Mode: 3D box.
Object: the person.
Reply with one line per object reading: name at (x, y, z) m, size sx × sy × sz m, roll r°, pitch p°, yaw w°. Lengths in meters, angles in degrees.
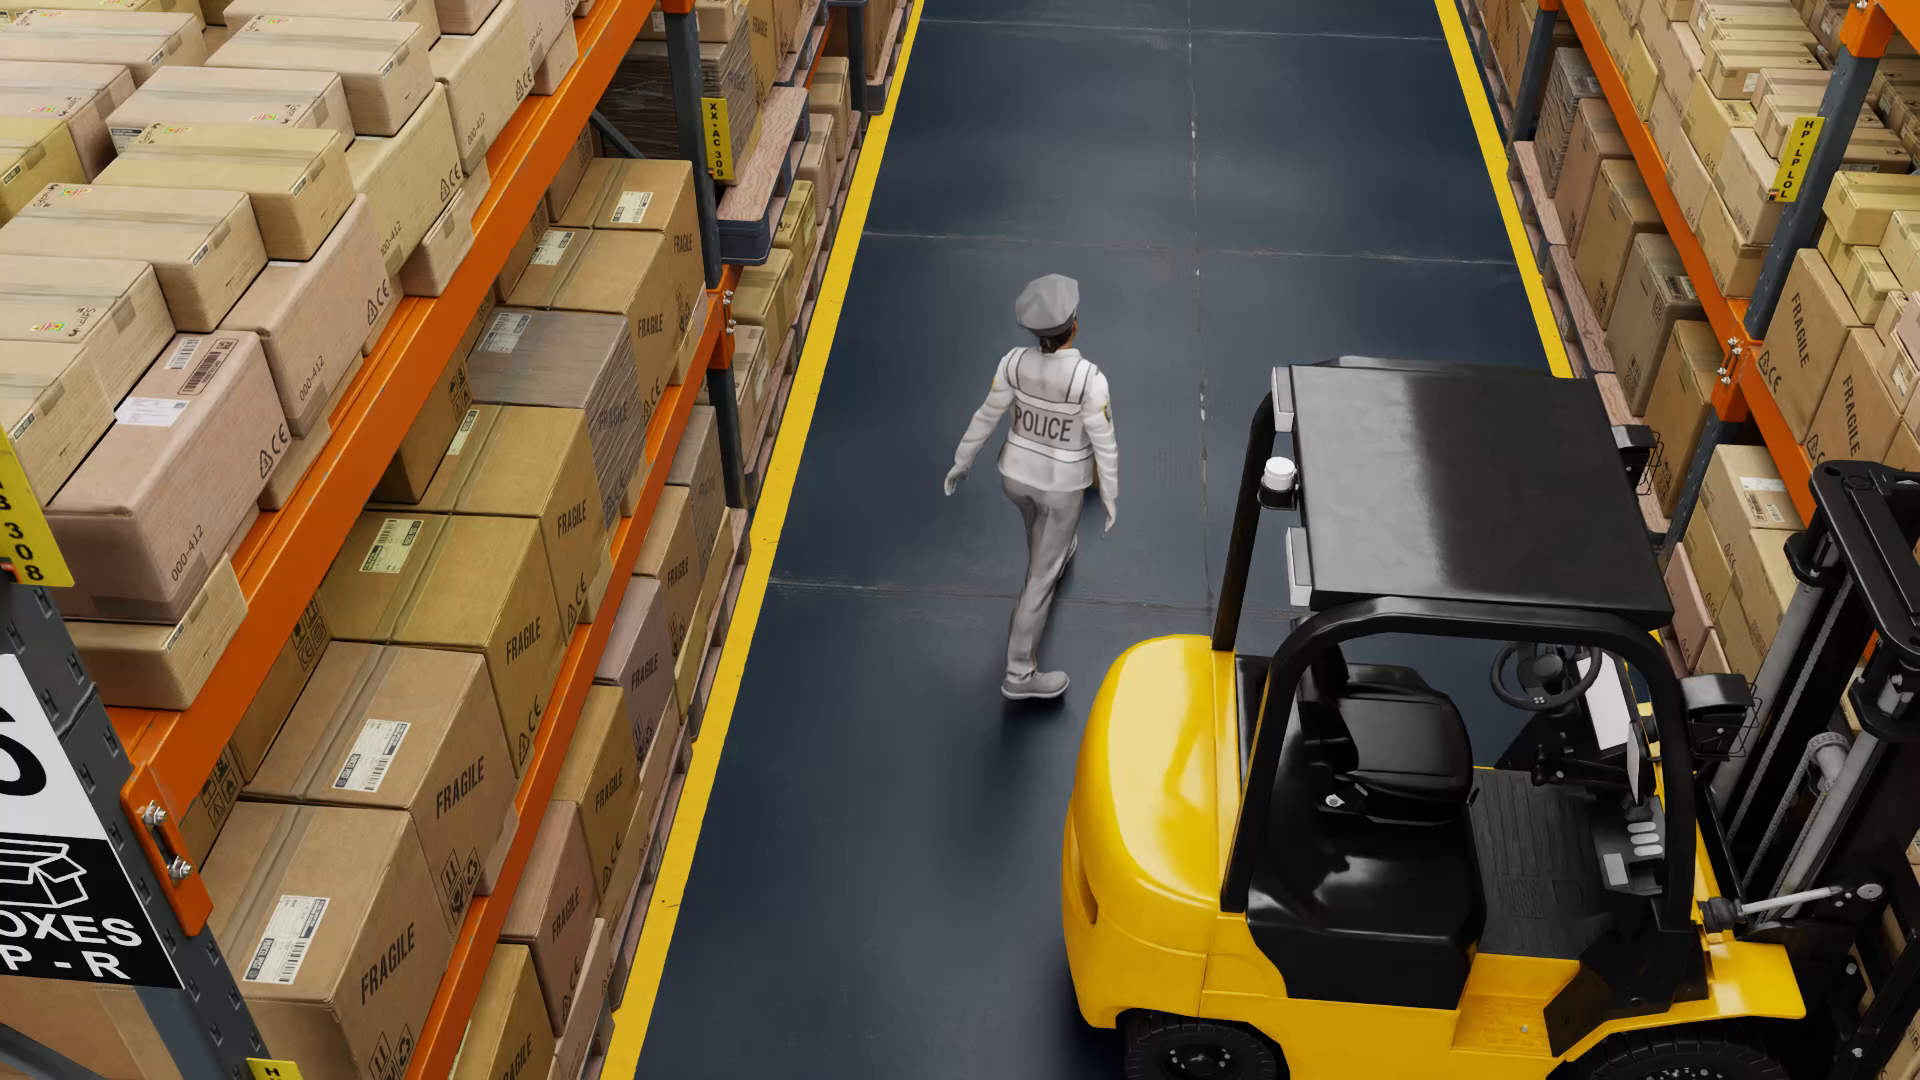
person at (0.316, -0.280, 6.490) m, size 0.670 × 1.611 × 1.019 m, roll 22°, pitch 45°, yaw 24°
